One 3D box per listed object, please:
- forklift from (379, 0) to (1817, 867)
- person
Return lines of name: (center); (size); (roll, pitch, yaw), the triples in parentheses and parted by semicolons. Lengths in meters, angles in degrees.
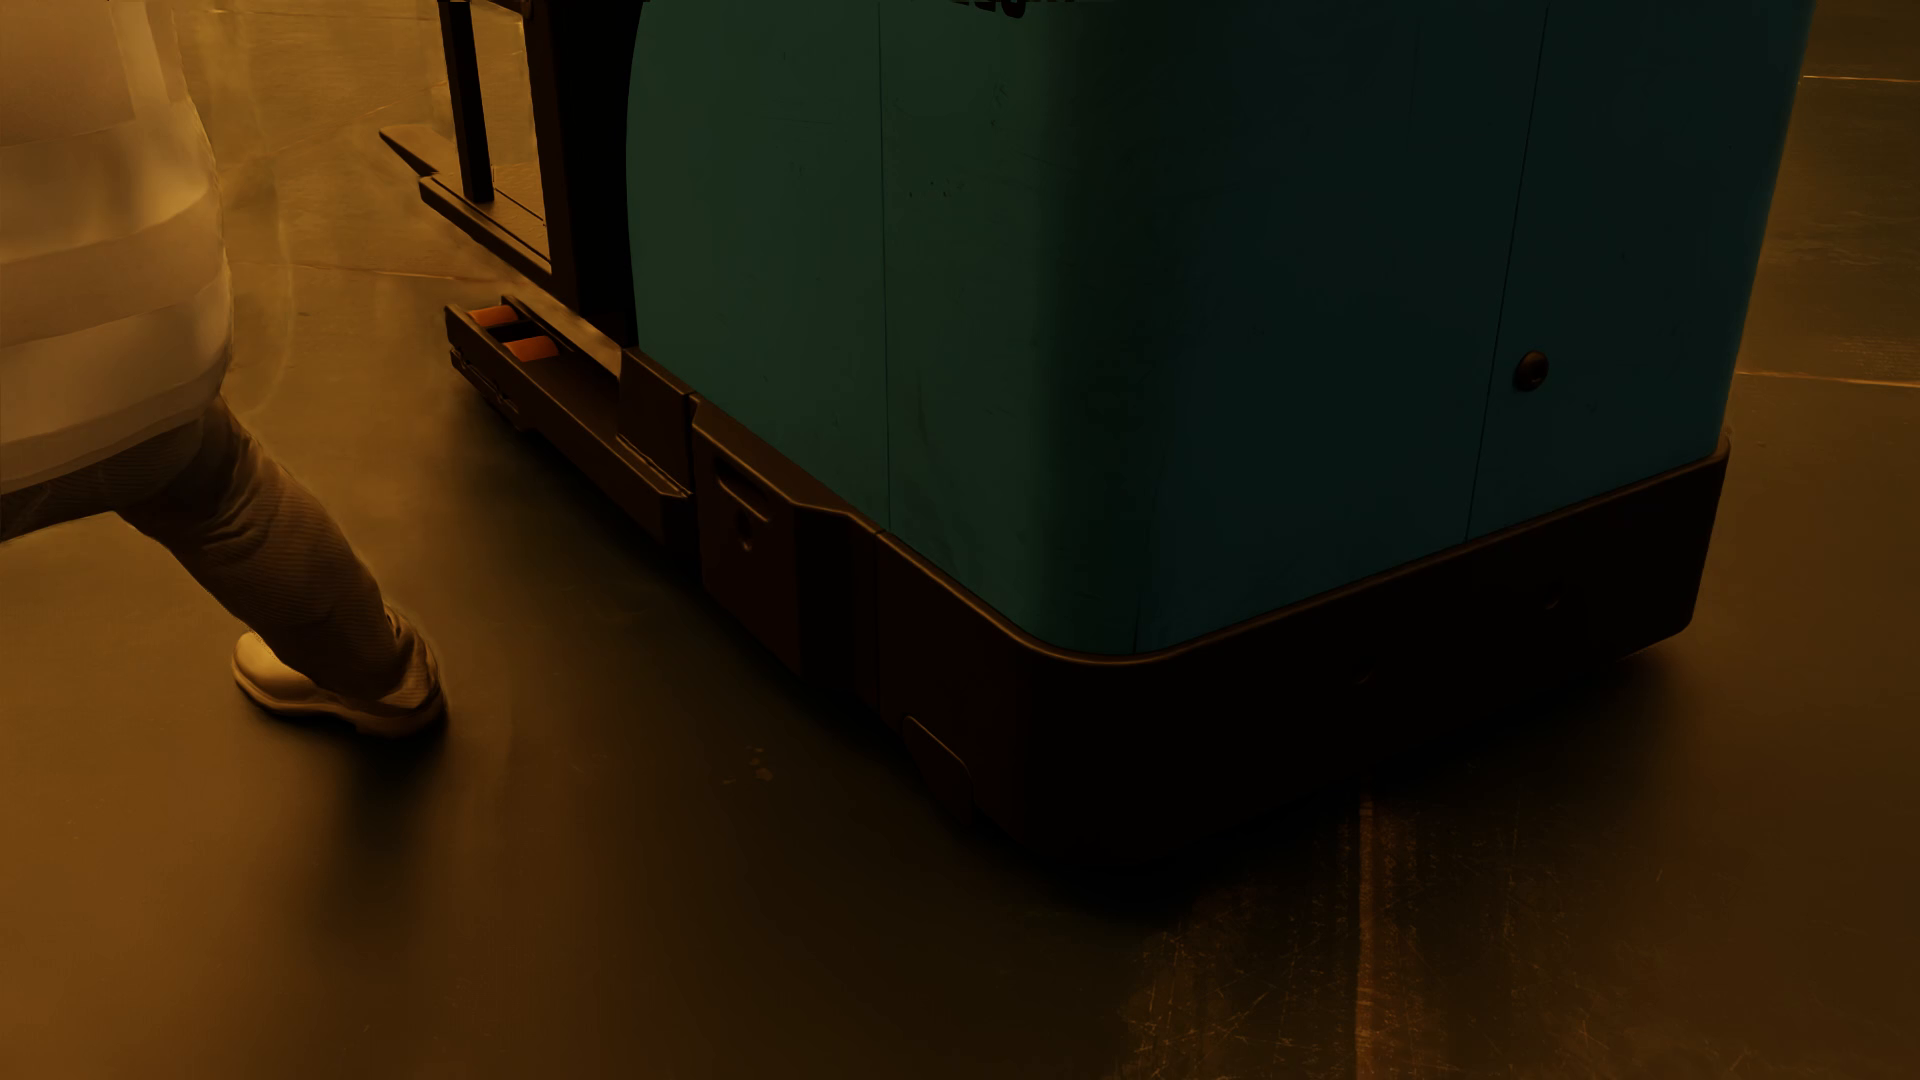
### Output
forklift: (-0.268, -1.595, 2.408); (1.130, 2.935, 3.031); (-16, 31, -29)
person: (-0.931, -0.220, 1.228); (0.723, 1.543, 1.281); (17, 31, 30)
